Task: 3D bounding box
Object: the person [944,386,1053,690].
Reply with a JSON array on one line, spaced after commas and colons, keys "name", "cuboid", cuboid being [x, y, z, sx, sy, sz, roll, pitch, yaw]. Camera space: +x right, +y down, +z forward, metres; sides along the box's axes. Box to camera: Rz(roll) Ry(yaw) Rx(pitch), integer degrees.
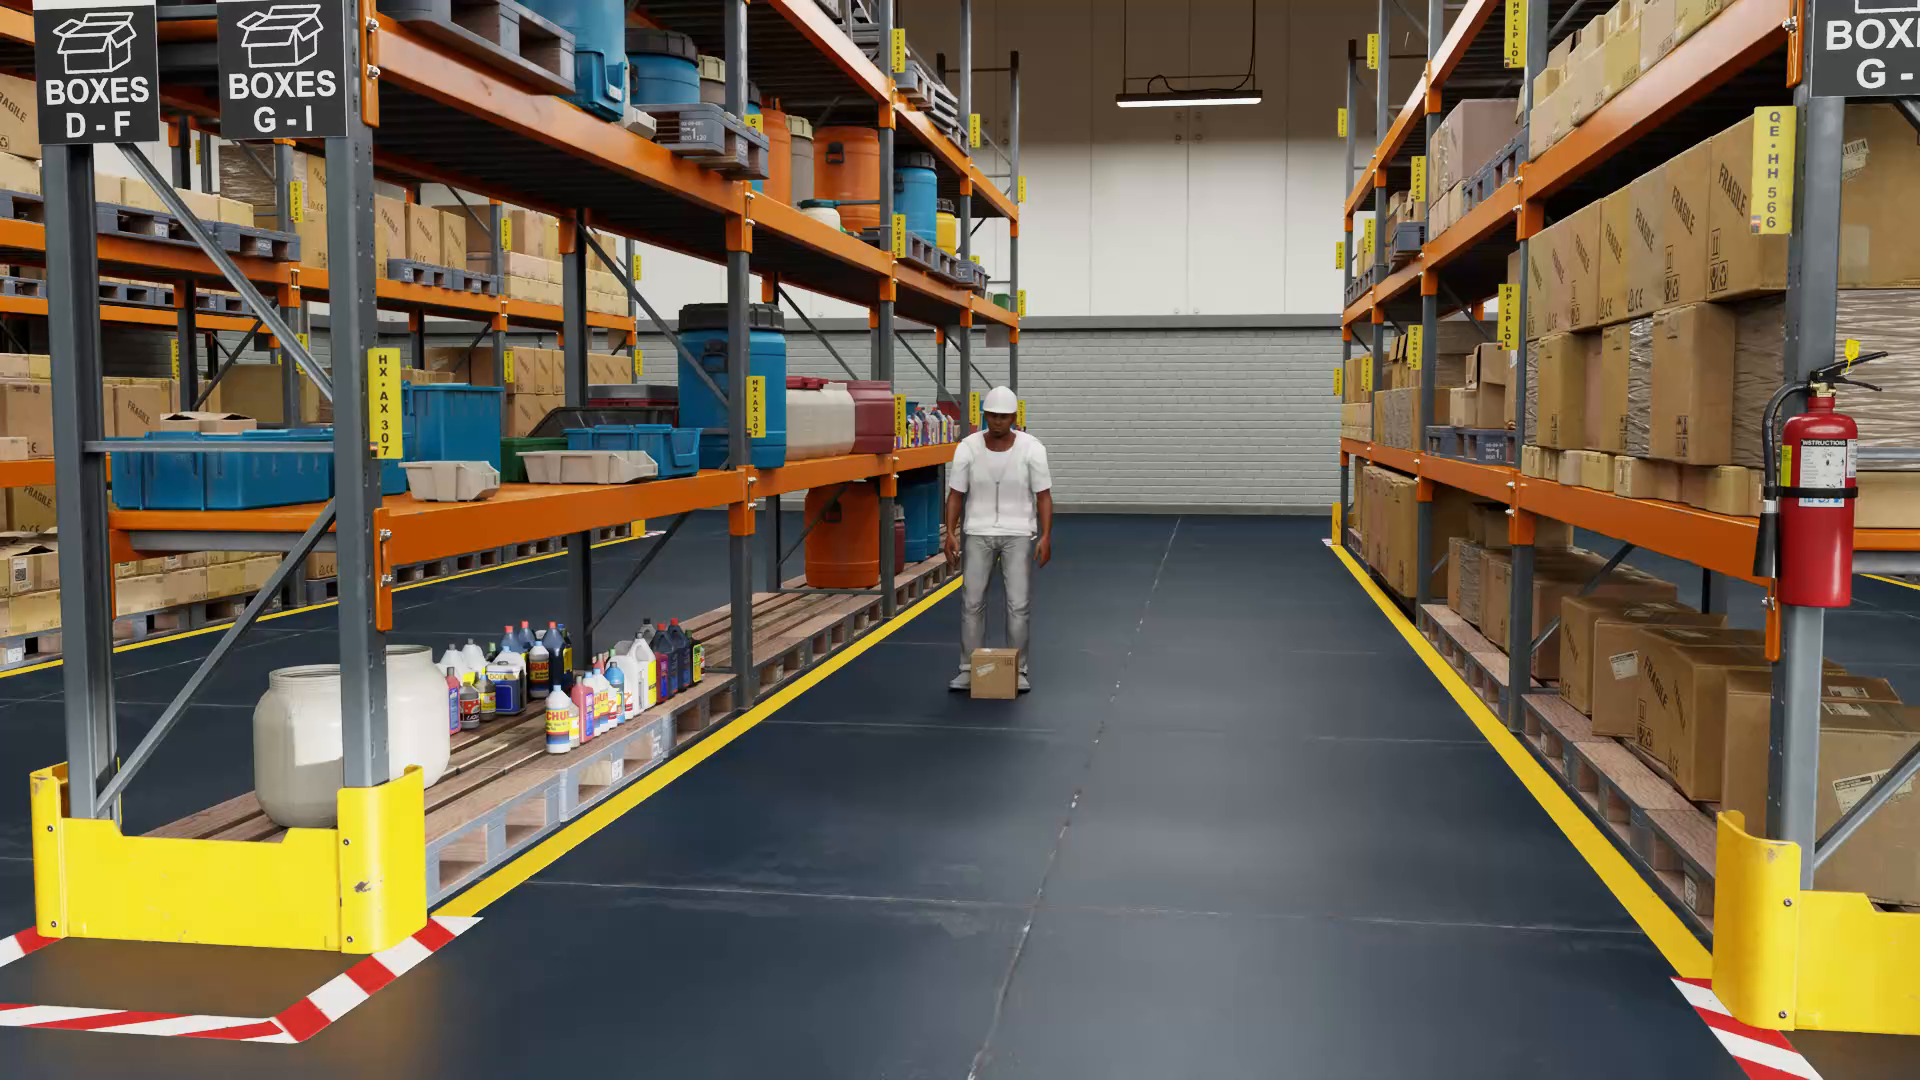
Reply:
[{"name": "person", "cuboid": [0.220, -0.008, 9.638, 0.628, 1.760, 0.461, 1, 4, 8]}]
